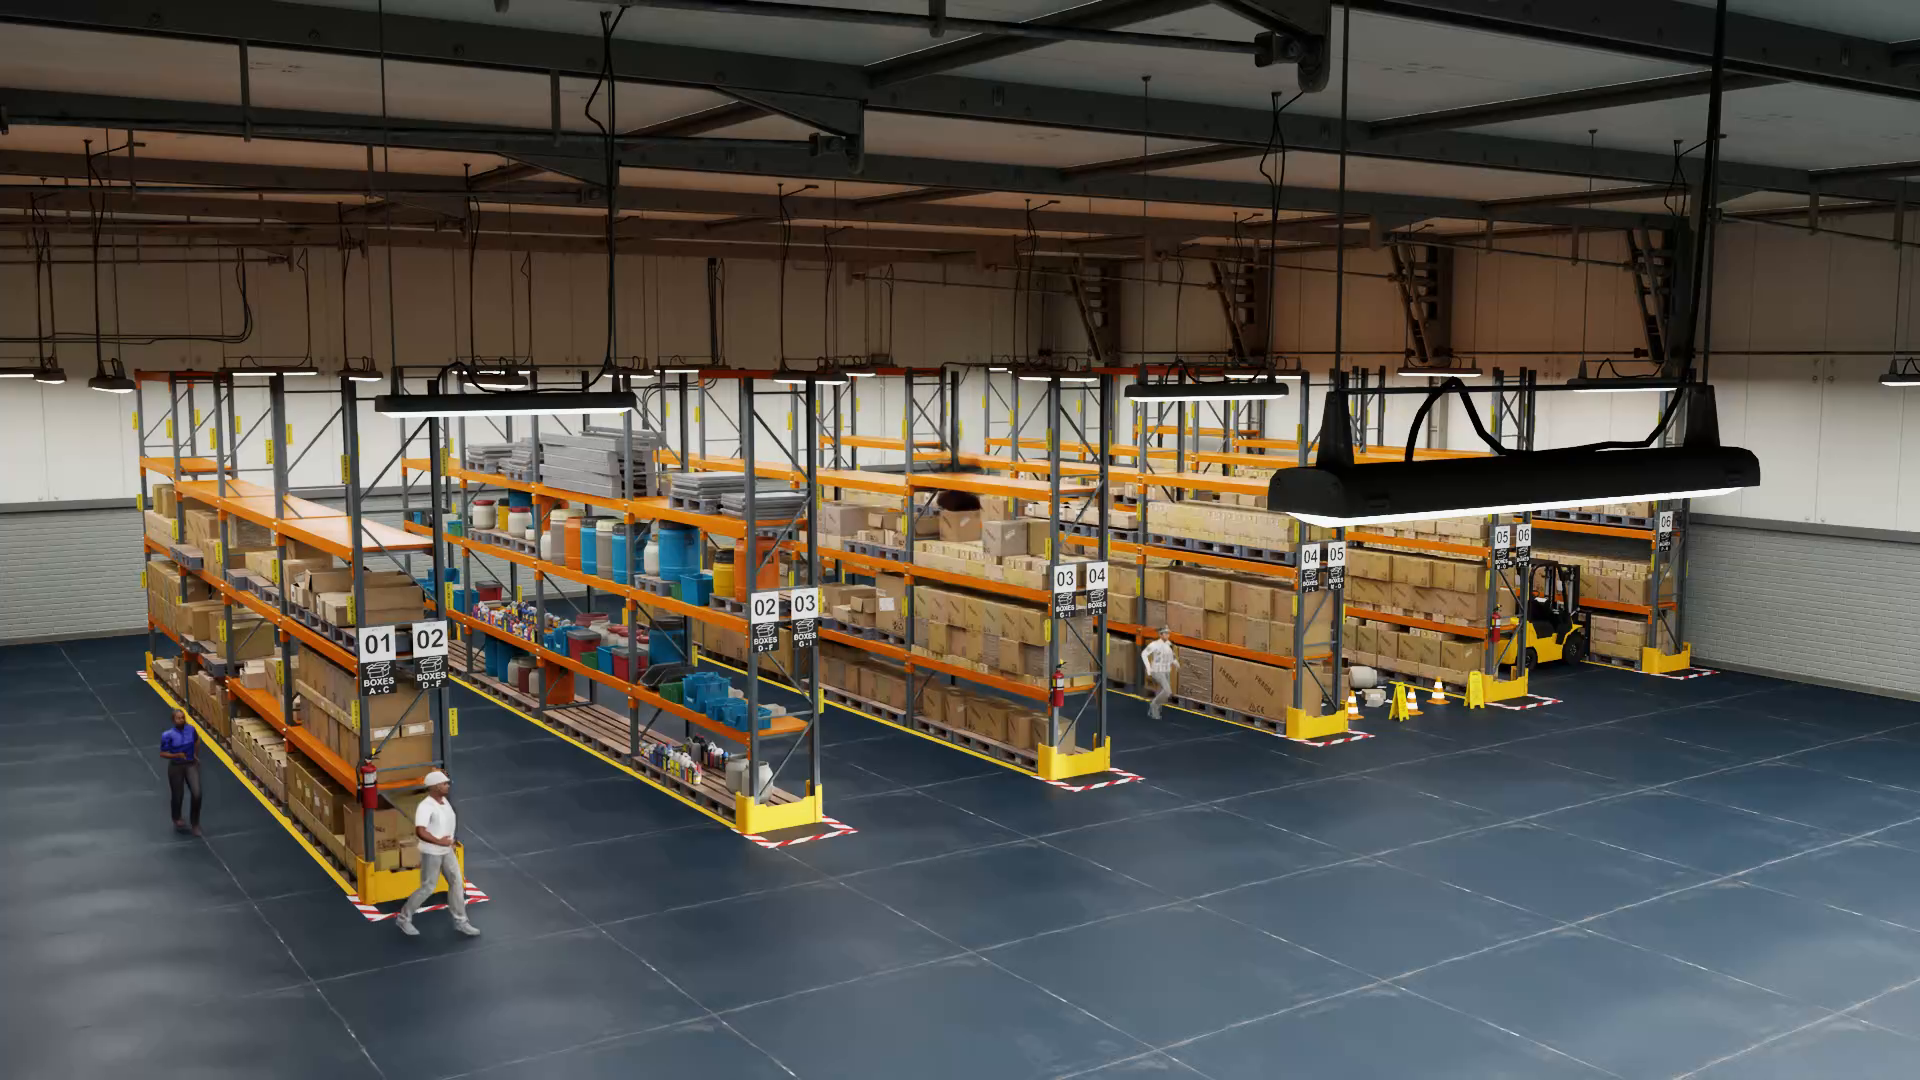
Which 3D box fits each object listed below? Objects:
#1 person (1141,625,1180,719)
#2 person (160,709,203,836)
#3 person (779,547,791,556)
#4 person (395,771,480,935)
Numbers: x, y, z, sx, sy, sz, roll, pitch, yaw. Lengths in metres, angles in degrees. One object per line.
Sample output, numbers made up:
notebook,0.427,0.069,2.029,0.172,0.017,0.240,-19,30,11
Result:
person,3.490,2.272,28.592,0.583,1.647,0.692,-6,8,-40
person,-10.217,3.060,21.866,0.554,1.712,0.746,-5,8,-40
person,-4.387,0.913,40.705,0.725,1.703,0.730,2,7,14
person,-5.641,3.397,18.133,0.909,1.745,0.757,1,7,10
